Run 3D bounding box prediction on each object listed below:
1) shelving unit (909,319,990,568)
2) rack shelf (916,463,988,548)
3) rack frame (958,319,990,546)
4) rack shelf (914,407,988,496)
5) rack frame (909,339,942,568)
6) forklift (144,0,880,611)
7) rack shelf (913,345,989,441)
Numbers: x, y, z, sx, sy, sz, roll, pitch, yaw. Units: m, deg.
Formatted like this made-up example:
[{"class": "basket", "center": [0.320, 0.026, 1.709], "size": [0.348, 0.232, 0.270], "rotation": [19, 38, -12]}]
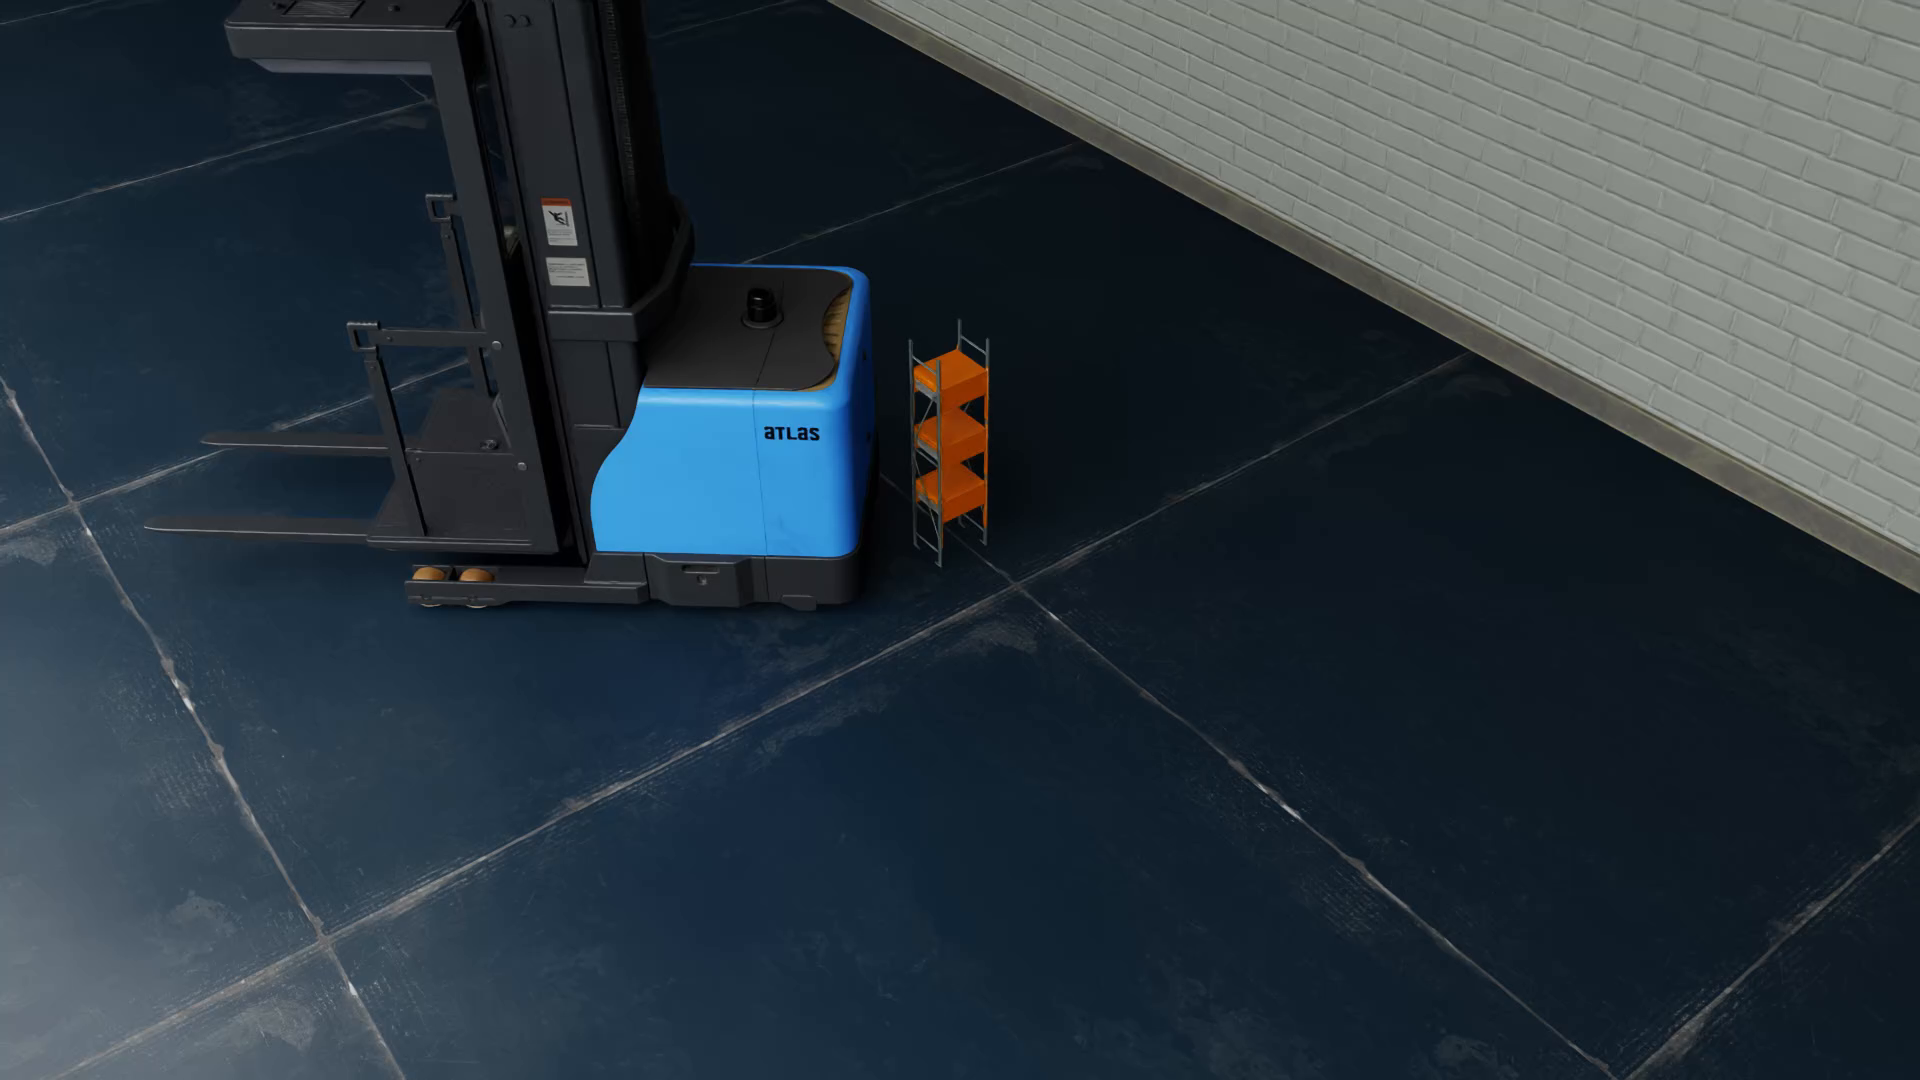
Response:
[{"class": "shelving unit", "center": [-0.042, -0.385, 6.892], "size": [0.252, 1.050, 0.215], "rotation": [-26, 46, -28]}, {"class": "rack shelf", "center": [-0.042, -0.162, 7.075], "size": [0.240, 0.259, 0.215], "rotation": [-26, 46, -28]}, {"class": "rack frame", "center": [0.054, -0.432, 6.949], "size": [0.008, 1.050, 0.200], "rotation": [-26, 46, -28]}, {"class": "rack shelf", "center": [-0.042, -0.377, 6.899], "size": [0.240, 0.259, 0.215], "rotation": [-26, 46, -28]}, {"class": "rack frame", "center": [-0.139, -0.338, 6.834], "size": [0.008, 1.050, 0.200], "rotation": [-26, 46, -28]}, {"class": "forklift", "center": [-1.895, -1.184, 6.383], "size": [3.031, 2.935, 1.130], "rotation": [2, 39, 2]}, {"class": "rack shelf", "center": [-0.042, -0.596, 6.719], "size": [0.240, 0.259, 0.215], "rotation": [-26, 46, -28]}]
